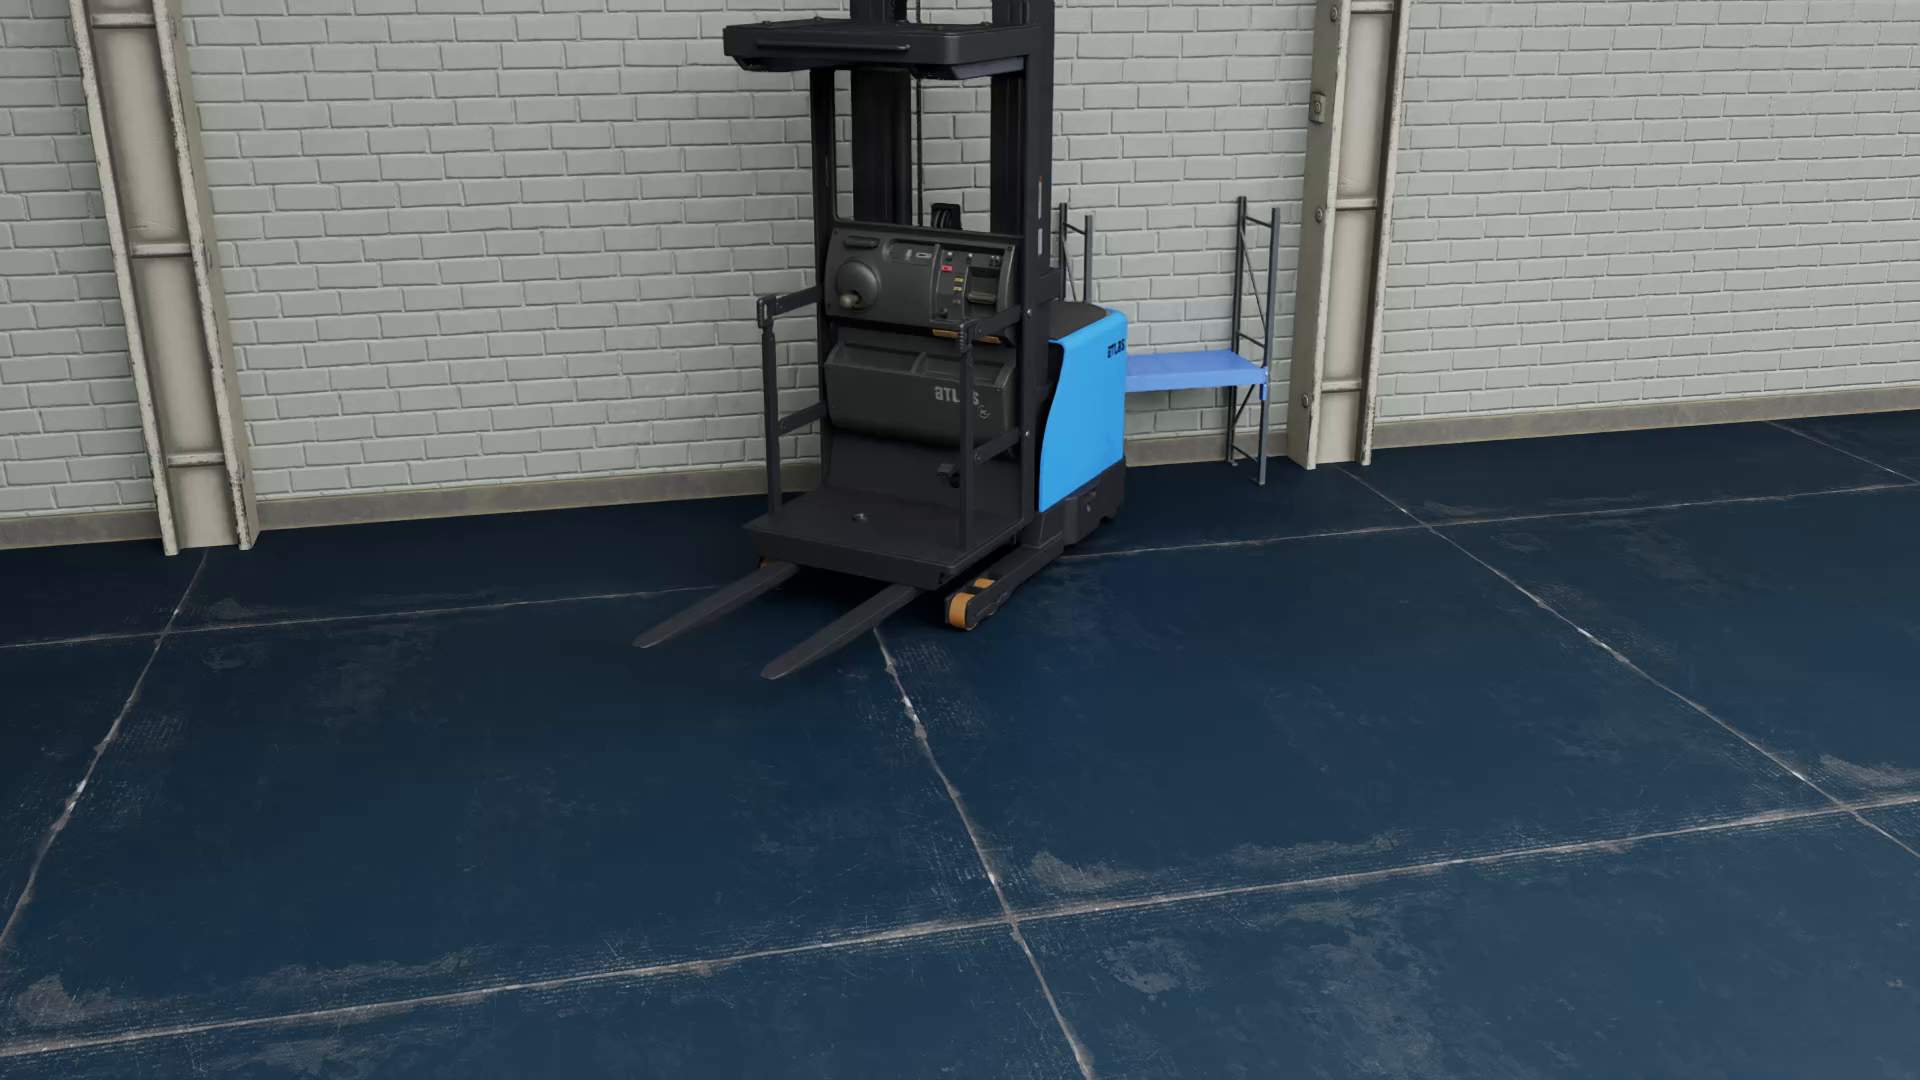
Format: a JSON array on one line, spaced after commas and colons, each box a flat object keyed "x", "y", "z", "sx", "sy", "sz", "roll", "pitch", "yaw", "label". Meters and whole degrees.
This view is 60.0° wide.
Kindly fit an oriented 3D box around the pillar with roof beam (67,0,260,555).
[{"x": -2.731, "y": -2.776, "z": 2.810, "sx": 0.400, "sy": 9.000, "sz": 9.100, "roll": -5, "pitch": 21, "yaw": -12, "label": "pillar with roof beam"}]

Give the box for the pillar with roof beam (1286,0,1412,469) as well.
[{"x": 3.108, "y": -3.251, "z": 4.107, "sx": 0.400, "sy": 9.000, "sz": 9.100, "roll": -5, "pitch": 21, "yaw": -12, "label": "pillar with roof beam"}]

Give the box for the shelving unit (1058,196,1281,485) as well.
[{"x": 1.101, "y": -1.050, "z": 8.986, "sx": 1.048, "sy": 1.500, "sz": 0.538, "roll": -5, "pitch": 20, "yaw": -12, "label": "shelving unit"}]

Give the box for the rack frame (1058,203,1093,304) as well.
[{"x": 0.606, "y": -1.010, "z": 8.878, "sx": 0.032, "sy": 1.500, "sz": 0.500, "roll": -5, "pitch": 20, "yaw": -12, "label": "rack frame"}]

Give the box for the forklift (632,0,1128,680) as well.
[{"x": -0.284, "y": -1.158, "z": 7.213, "sx": 1.130, "sy": 2.935, "sz": 3.031, "roll": 10, "pitch": 23, "yaw": 26, "label": "forklift"}]

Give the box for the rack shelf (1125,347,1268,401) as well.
[{"x": 1.102, "y": -0.880, "z": 9.045, "sx": 1.000, "sy": 0.185, "sz": 0.538, "roll": -5, "pitch": 20, "yaw": -12, "label": "rack shelf"}]

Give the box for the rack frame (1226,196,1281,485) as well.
[{"x": 1.596, "y": -1.090, "z": 9.094, "sx": 0.032, "sy": 1.500, "sz": 0.500, "roll": -5, "pitch": 20, "yaw": -12, "label": "rack frame"}]
